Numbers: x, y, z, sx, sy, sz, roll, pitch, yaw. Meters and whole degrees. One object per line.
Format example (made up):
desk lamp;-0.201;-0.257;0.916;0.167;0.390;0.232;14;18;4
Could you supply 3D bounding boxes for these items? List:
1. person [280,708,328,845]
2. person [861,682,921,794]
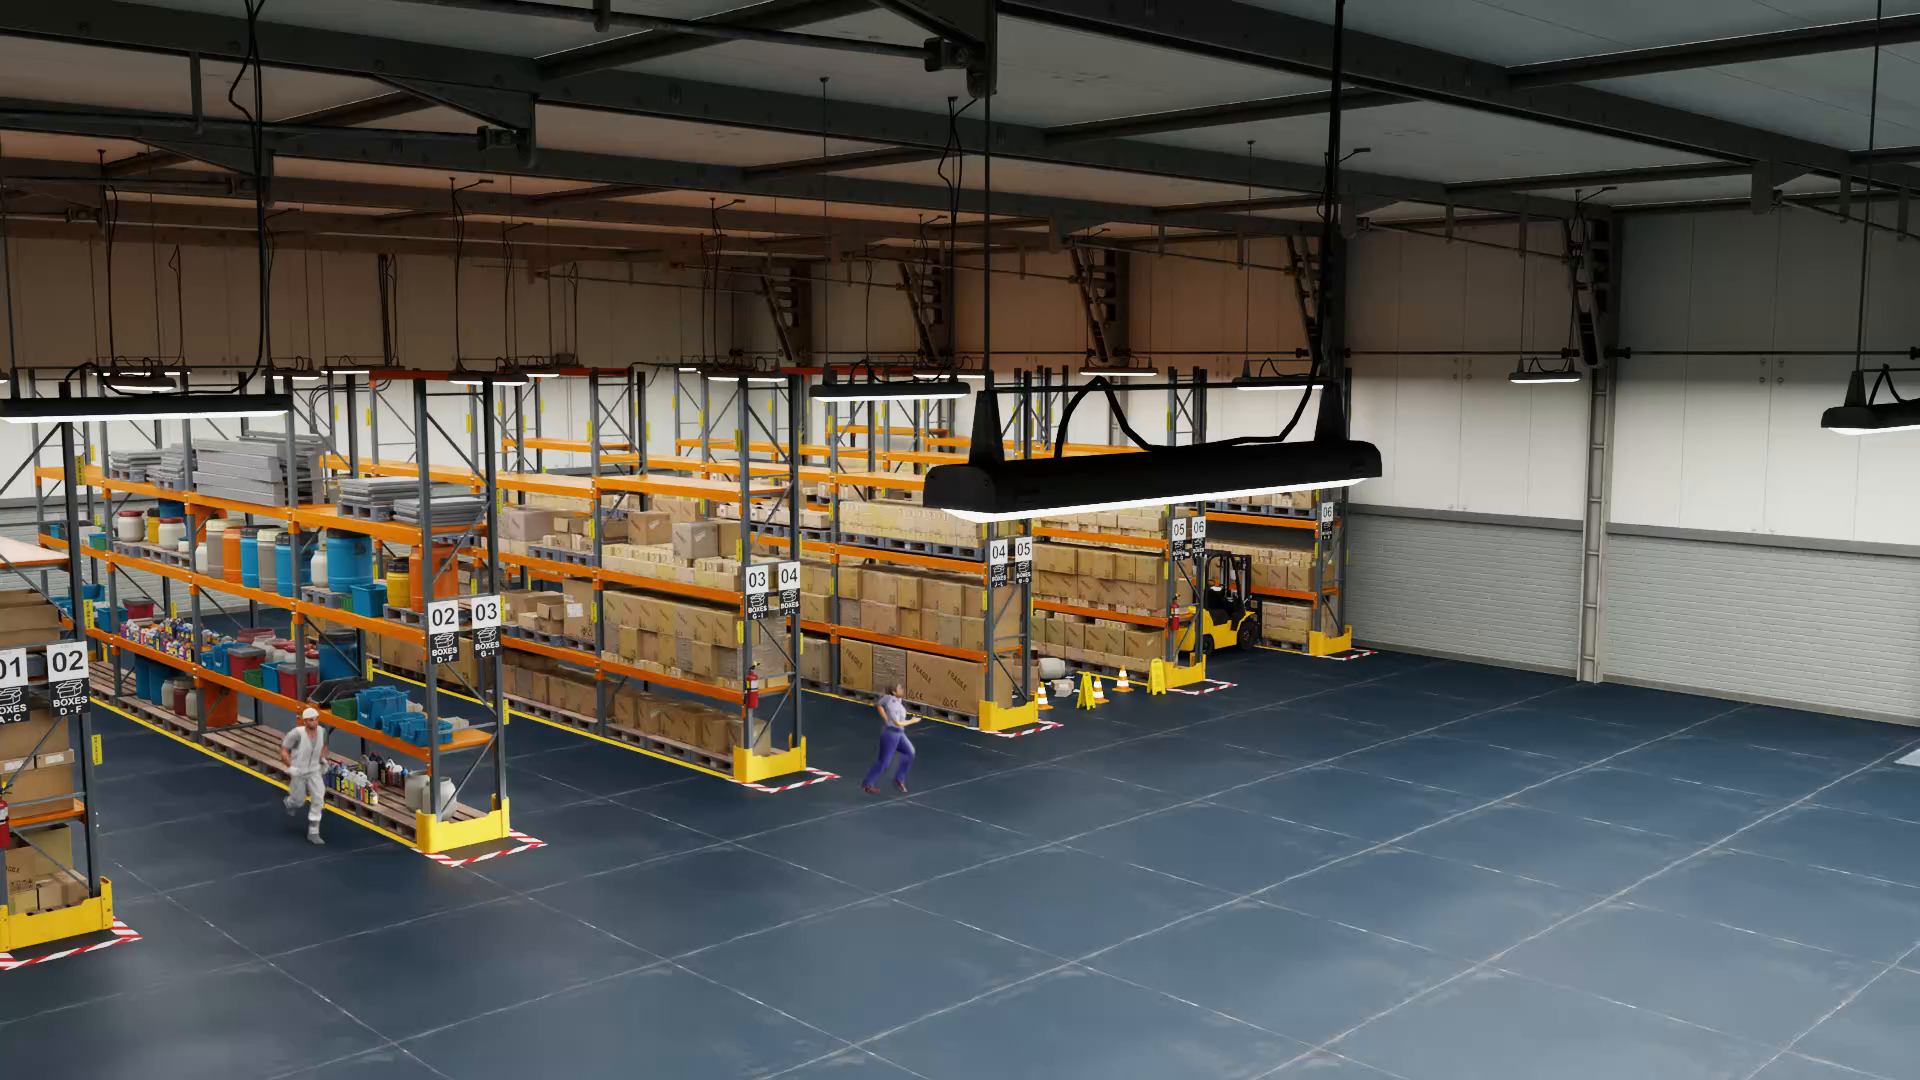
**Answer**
person;-8.557;3.035;21.696;0.986;1.766;0.659;6;9;43
person;-0.983;2.840;23.807;0.841;1.669;0.613;0;6;0
